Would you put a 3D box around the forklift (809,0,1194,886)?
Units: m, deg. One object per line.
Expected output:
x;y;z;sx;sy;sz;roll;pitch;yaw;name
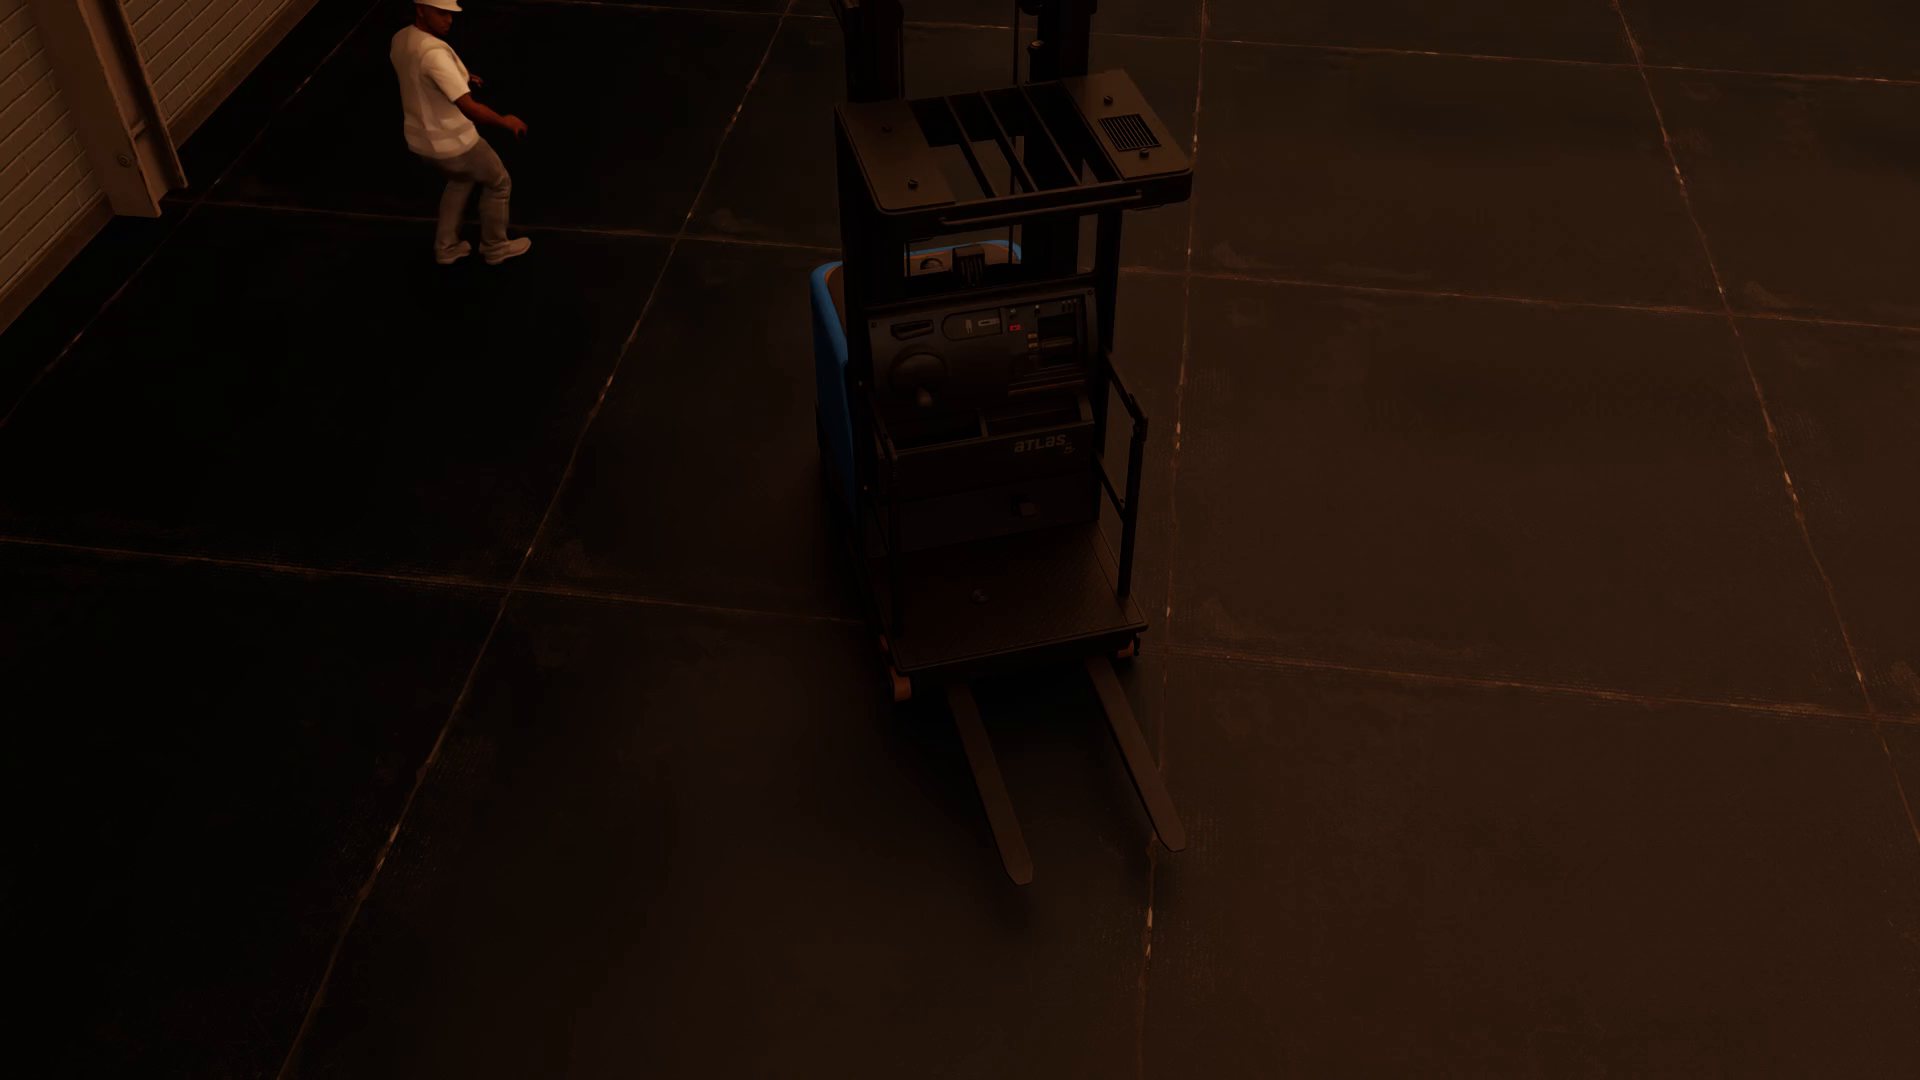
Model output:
0.153;-0.681;6.465;1.130;2.935;3.031;-10;44;-11;forklift

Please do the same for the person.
-2.713;-2.280;9.146;0.832;1.694;0.707;27;49;26;person
